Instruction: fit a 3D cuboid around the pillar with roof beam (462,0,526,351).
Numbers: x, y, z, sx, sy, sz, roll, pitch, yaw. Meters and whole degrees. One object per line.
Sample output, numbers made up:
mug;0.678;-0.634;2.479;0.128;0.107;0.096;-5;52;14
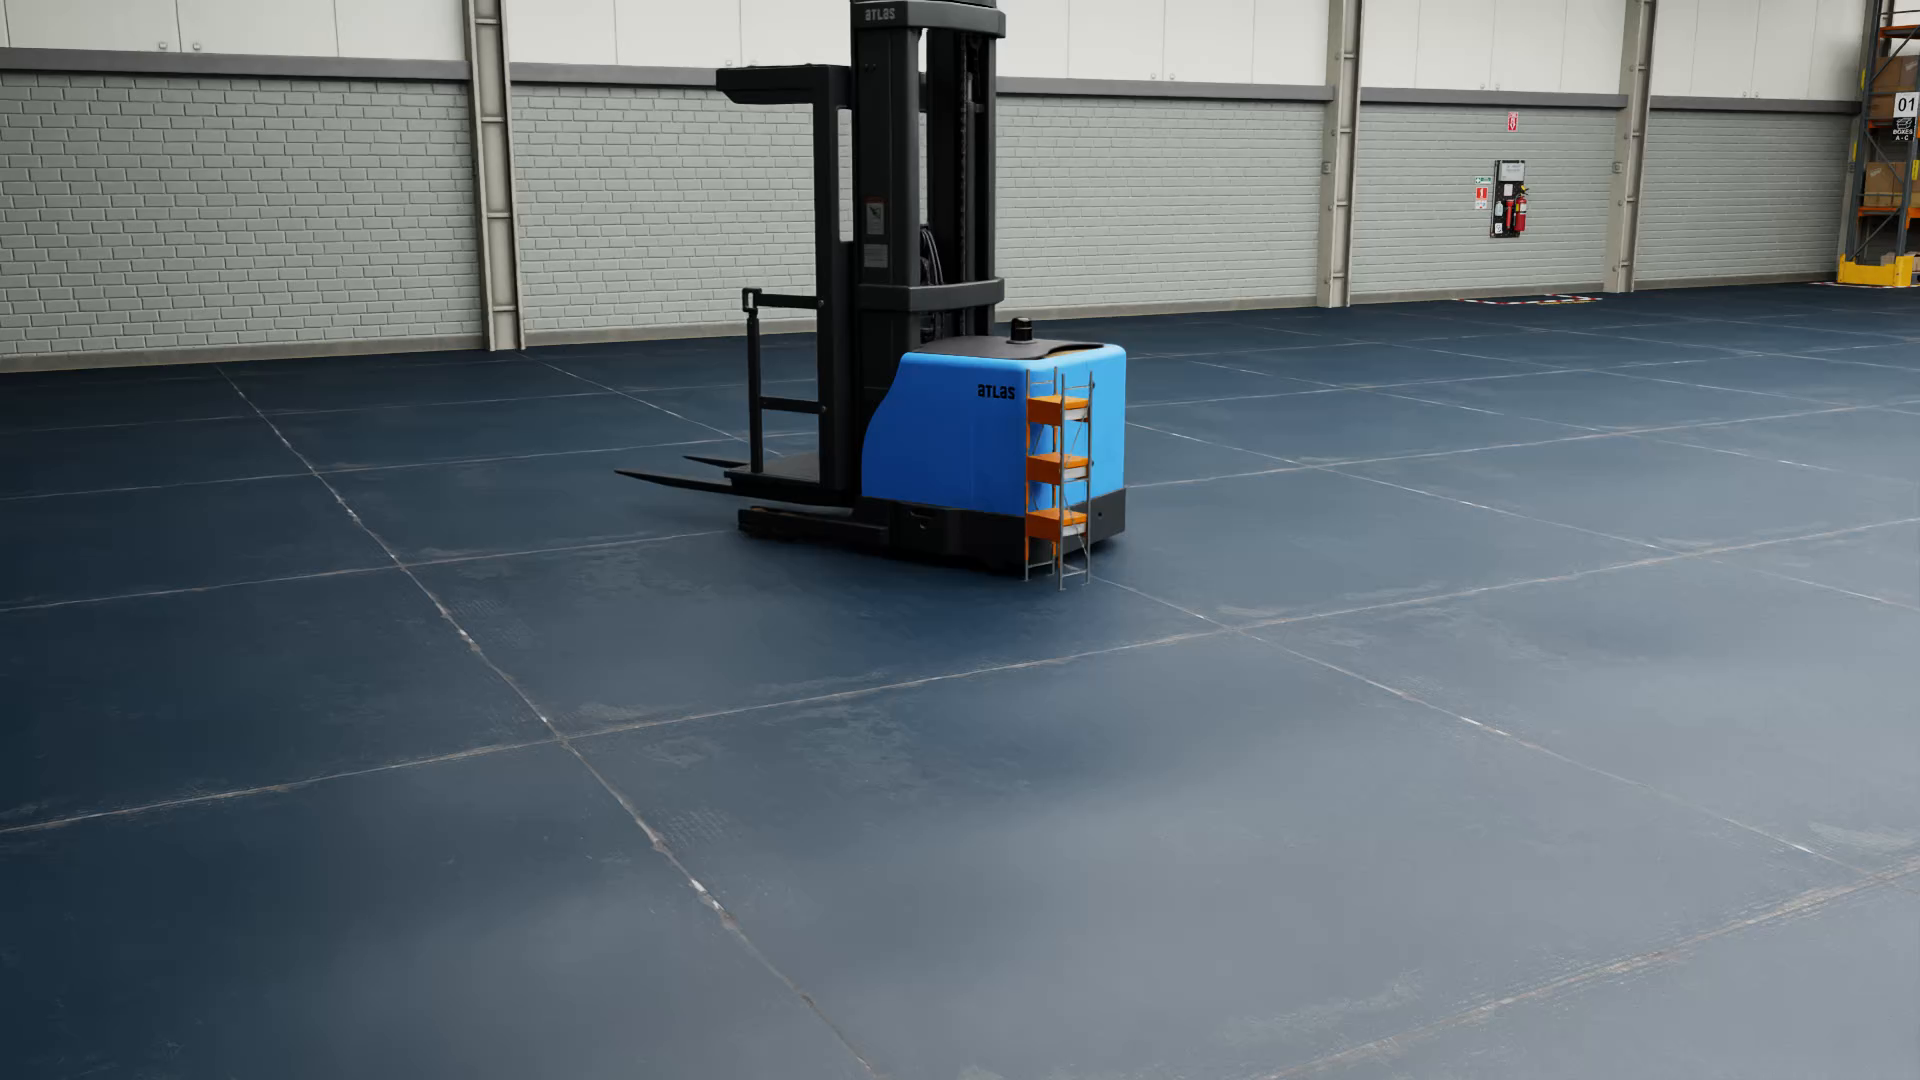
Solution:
pillar with roof beam;-3.041;-5.705;13.963;0.400;9.000;9.100;-7;14;-28

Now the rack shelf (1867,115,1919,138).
rack shelf;17.517;-7.215;29.143;4.000;0.370;1.077;-7;14;-28

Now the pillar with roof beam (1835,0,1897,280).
pillar with roof beam;18.025;-8.230;25.182;0.400;9.000;9.100;-7;14;-28

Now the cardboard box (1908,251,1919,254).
cardboard box;16.913;-4.910;29.218;0.500;0.311;0.500;-6;14;-23

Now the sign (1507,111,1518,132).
sign;8.453;-6.398;25.426;0.199;0.298;0.001;-7;14;-28

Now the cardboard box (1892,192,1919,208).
cardboard box;16.342;-5.819;28.429;0.500;0.250;0.500;-7;15;-29

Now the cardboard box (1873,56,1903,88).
cardboard box;16.015;-7.998;28.432;0.500;0.500;0.500;-6;14;-25

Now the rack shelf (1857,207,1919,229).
rack shelf;17.517;-5.752;29.473;4.000;0.370;1.077;-7;14;-28

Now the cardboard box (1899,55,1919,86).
cardboard box;16.216;-7.896;27.979;0.500;0.500;0.500;-8;15;-32

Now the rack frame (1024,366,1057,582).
rack frame;0.396;-0.321;8.144;0.200;1.050;0.008;-11;16;-39

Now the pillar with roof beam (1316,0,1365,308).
pillar with roof beam;7.492;-6.967;19.572;0.400;9.000;9.100;-7;14;-28

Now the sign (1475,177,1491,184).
sign;7.982;-5.485;25.362;0.331;0.109;0.001;-7;14;-28

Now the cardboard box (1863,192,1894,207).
cardboard box;16.079;-5.915;28.857;0.500;0.250;0.500;-7;14;-27

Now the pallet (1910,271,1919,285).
pallet;16.559;-4.618;29.150;1.213;0.211;1.003;-7;14;-28

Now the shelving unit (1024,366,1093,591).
shelving unit;0.475;-0.301;8.053;0.215;1.050;0.252;-11;16;-39

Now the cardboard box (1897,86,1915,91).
cardboard box;16.175;-7.401;28.058;0.500;0.500;0.500;-6;14;-26

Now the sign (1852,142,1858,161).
sign;15.514;-6.720;28.782;0.005;0.325;0.100;-7;14;-28

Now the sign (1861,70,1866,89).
sign;15.514;-7.897;28.517;0.005;0.325;0.100;-7;14;-28

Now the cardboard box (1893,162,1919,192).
cardboard box;16.325;-6.187;28.356;0.500;0.500;0.500;-7;14;-28

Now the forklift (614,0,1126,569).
forklift;-0.621;-1.507;9.131;3.031;2.935;1.130;8;15;32

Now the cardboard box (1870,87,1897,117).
cardboard box;16.007;-7.507;28.528;0.500;0.500;0.500;-6;14;-24

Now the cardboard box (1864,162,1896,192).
cardboard box;16.074;-6.285;28.793;0.500;0.500;0.500;-7;14;-28

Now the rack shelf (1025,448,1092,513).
rack shelf;0.475;-0.290;8.056;0.215;0.259;0.240;-11;16;-39

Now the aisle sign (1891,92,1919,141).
aisle sign;15.843;-7.095;27.883;0.004;0.787;0.394;-7;14;-28

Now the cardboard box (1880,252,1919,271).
cardboard box;16.412;-4.850;28.952;0.500;0.311;0.500;-9;15;-34

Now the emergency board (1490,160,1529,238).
emergency board;8.508;-5.249;25.599;0.643;1.169;0.194;-7;14;-28

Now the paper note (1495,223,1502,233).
paper note;8.320;-4.814;25.672;0.142;0.148;0.016;-7;14;-28

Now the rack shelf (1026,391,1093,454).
rack shelf;0.475;-0.567;7.993;0.215;0.259;0.240;-11;16;-39

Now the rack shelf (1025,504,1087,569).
rack shelf;0.475;-0.019;8.117;0.215;0.259;0.240;-11;16;-39

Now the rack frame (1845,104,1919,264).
rack frame;15.762;-5.892;28.459;0.127;3.000;1.000;-7;14;-28

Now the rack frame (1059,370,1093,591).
rack frame;0.555;-0.280;7.963;0.200;1.050;0.008;-11;16;-39

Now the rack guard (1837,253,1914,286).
rack guard;15.829;-4.681;28.769;0.348;0.500;1.175;-7;14;-28

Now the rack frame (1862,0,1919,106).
rack frame;15.762;-8.819;27.800;0.127;3.000;1.000;-7;14;-28

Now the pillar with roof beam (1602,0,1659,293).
pillar with roof beam;12.758;-7.598;22.377;0.400;9.000;9.100;-7;14;-28

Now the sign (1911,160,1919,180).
sign;16.022;-6.210;27.899;0.005;0.325;0.100;-7;14;-28

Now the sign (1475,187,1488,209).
sign;7.973;-5.228;25.425;0.234;0.329;0.001;-7;14;-28

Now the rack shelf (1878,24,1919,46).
rack shelf;17.517;-8.677;28.814;4.000;0.370;1.077;-7;14;-28
